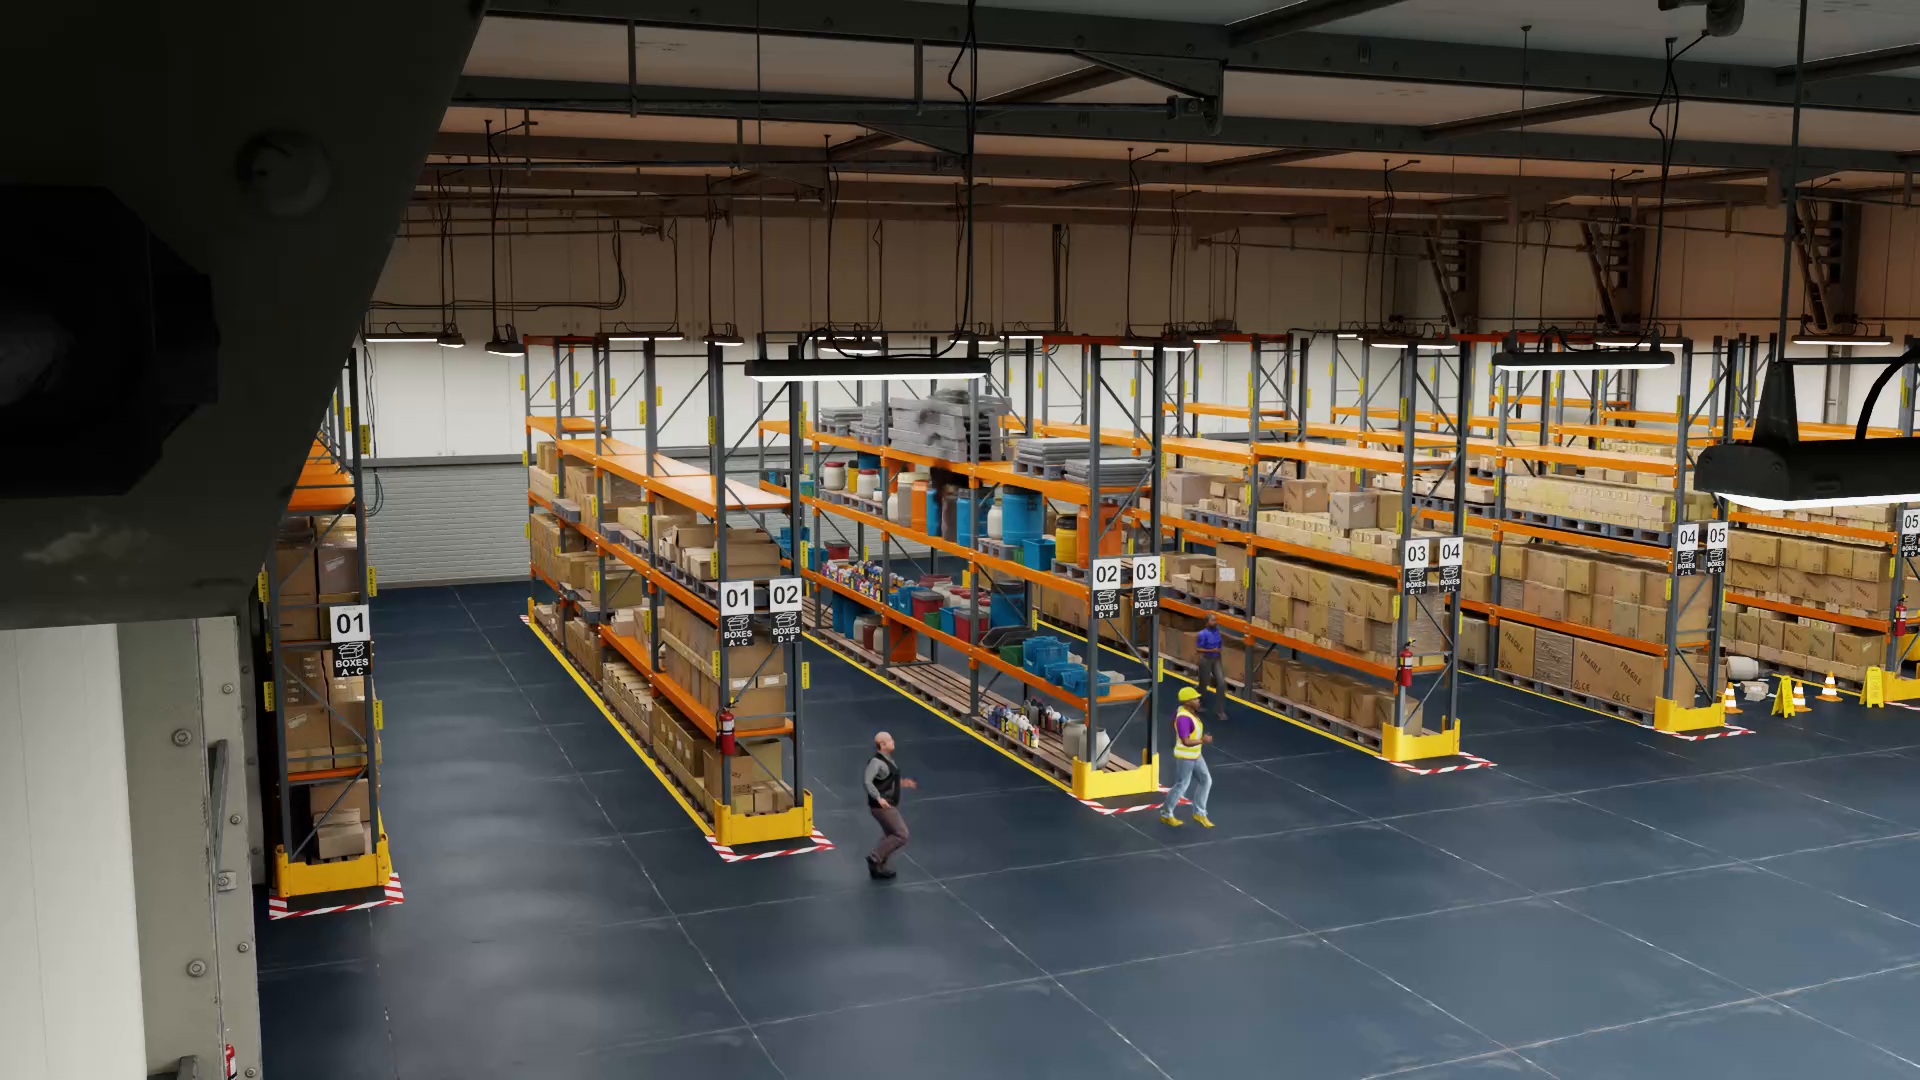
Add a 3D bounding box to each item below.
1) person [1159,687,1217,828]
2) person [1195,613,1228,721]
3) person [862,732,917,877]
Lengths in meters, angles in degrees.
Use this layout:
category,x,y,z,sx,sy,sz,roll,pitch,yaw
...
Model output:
category,x,y,z,sx,sy,sz,roll,pitch,yaw
person,2.850,2.720,20.643,0.720,1.821,0.716,3,8,19
person,3.960,2.002,26.479,0.564,1.716,0.794,-4,9,-27
person,-0.784,3.003,18.841,0.571,1.684,0.669,1,8,5
